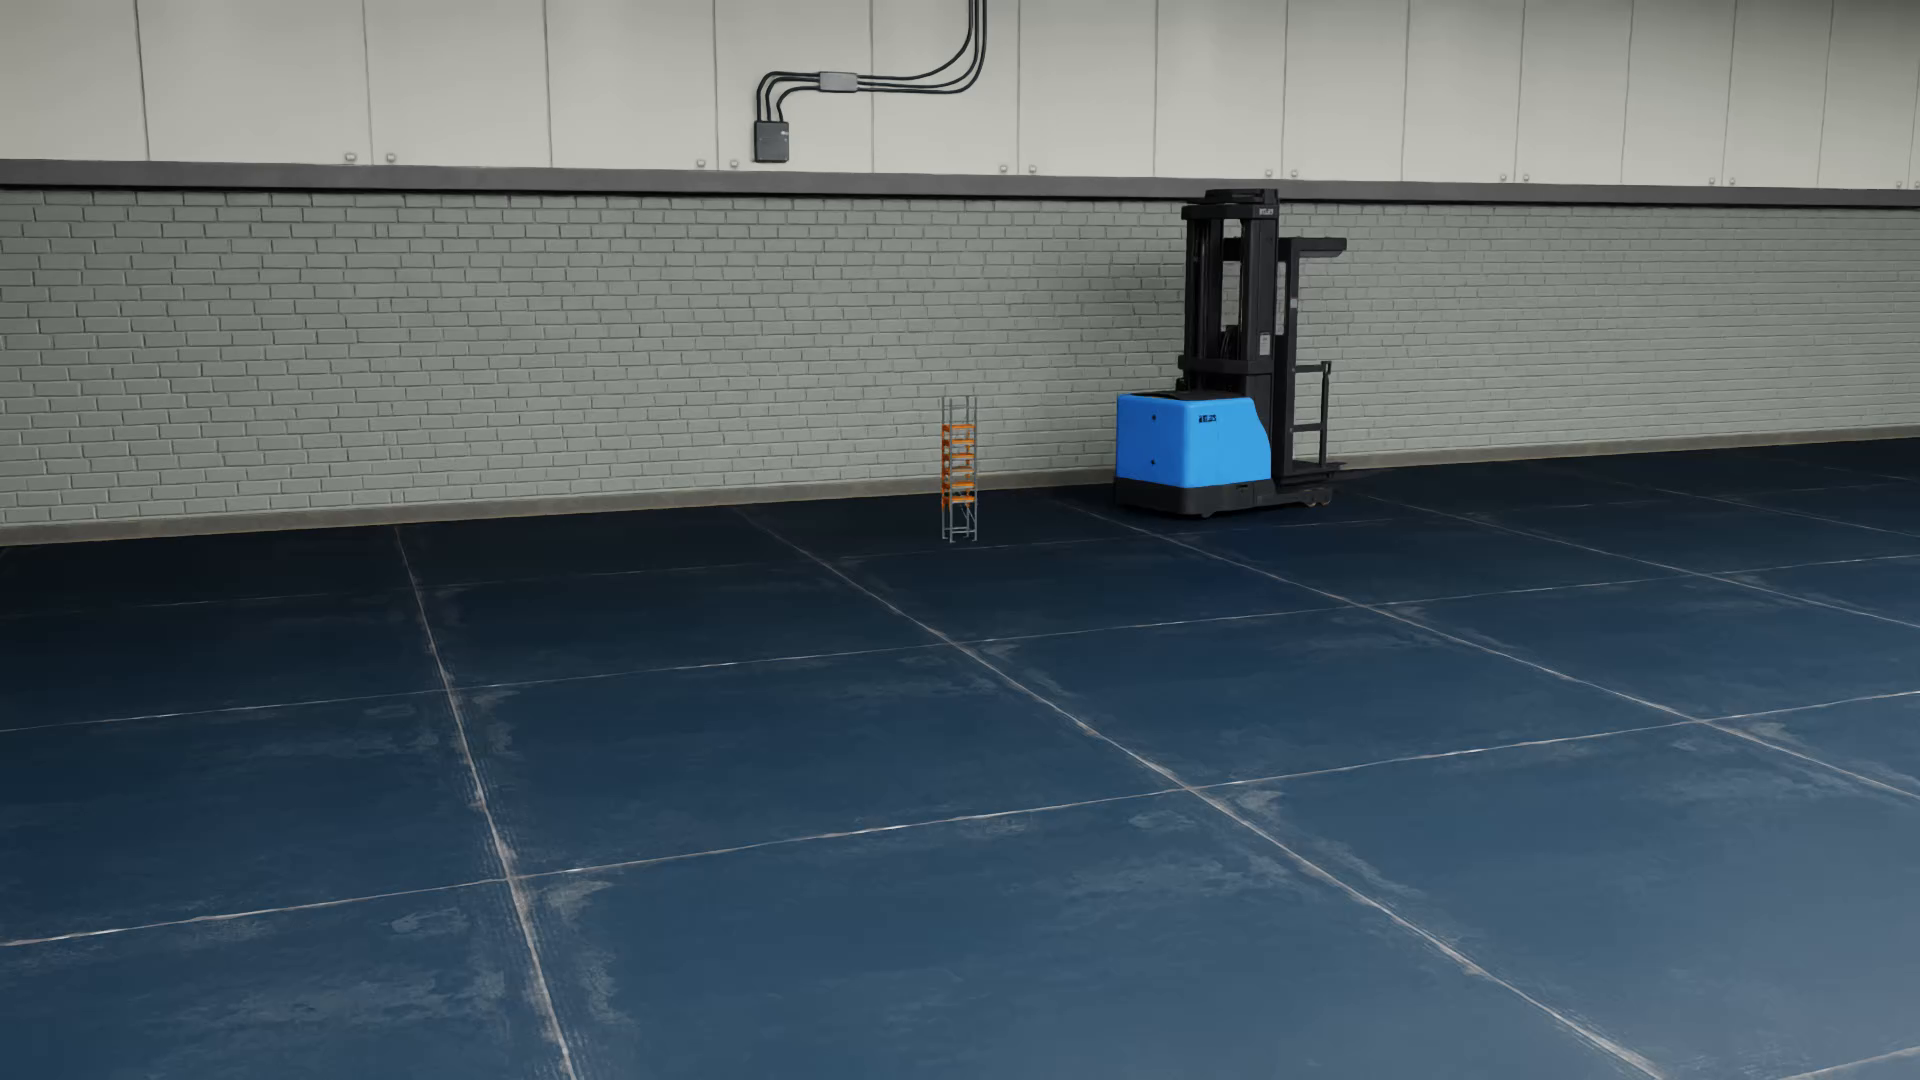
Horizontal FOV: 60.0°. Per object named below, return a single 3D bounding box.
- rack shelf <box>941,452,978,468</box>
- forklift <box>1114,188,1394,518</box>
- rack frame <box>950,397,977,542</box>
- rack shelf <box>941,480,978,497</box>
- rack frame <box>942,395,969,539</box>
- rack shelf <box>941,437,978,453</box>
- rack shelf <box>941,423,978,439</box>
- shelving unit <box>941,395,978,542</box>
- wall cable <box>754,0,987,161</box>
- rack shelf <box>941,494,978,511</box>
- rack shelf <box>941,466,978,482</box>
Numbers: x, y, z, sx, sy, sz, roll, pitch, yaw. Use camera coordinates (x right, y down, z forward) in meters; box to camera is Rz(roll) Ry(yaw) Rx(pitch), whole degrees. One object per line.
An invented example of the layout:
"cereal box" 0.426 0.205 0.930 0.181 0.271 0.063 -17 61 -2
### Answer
"rack shelf" -0.005 -0.667 13.815 0.258 0.103 0.180 -4 11 -21
"forklift" 2.923 -1.820 15.783 3.031 2.935 1.130 -7 12 -36
"rack frame" 0.028 -0.578 13.744 0.240 1.200 0.006 -4 11 -21
"rack shelf" -0.005 -0.431 13.857 0.258 0.103 0.180 -4 11 -21
"rack frame" -0.038 -0.608 13.912 0.240 1.200 0.006 -4 11 -21
"rack shelf" -0.005 -0.786 13.794 0.258 0.103 0.180 -4 11 -21
"rack shelf" -0.005 -0.904 13.773 0.258 0.103 0.180 -4 11 -21
"shelving unit" -0.005 -0.593 13.828 0.258 1.200 0.189 -4 11 -21
"wall cable" -0.801 -6.526 15.203 2.305 6.003 0.169 -4 11 -21
"rack shelf" -0.005 -0.313 13.878 0.258 0.103 0.180 -4 11 -21
"rack shelf" -0.005 -0.549 13.836 0.258 0.103 0.180 -4 11 -21
